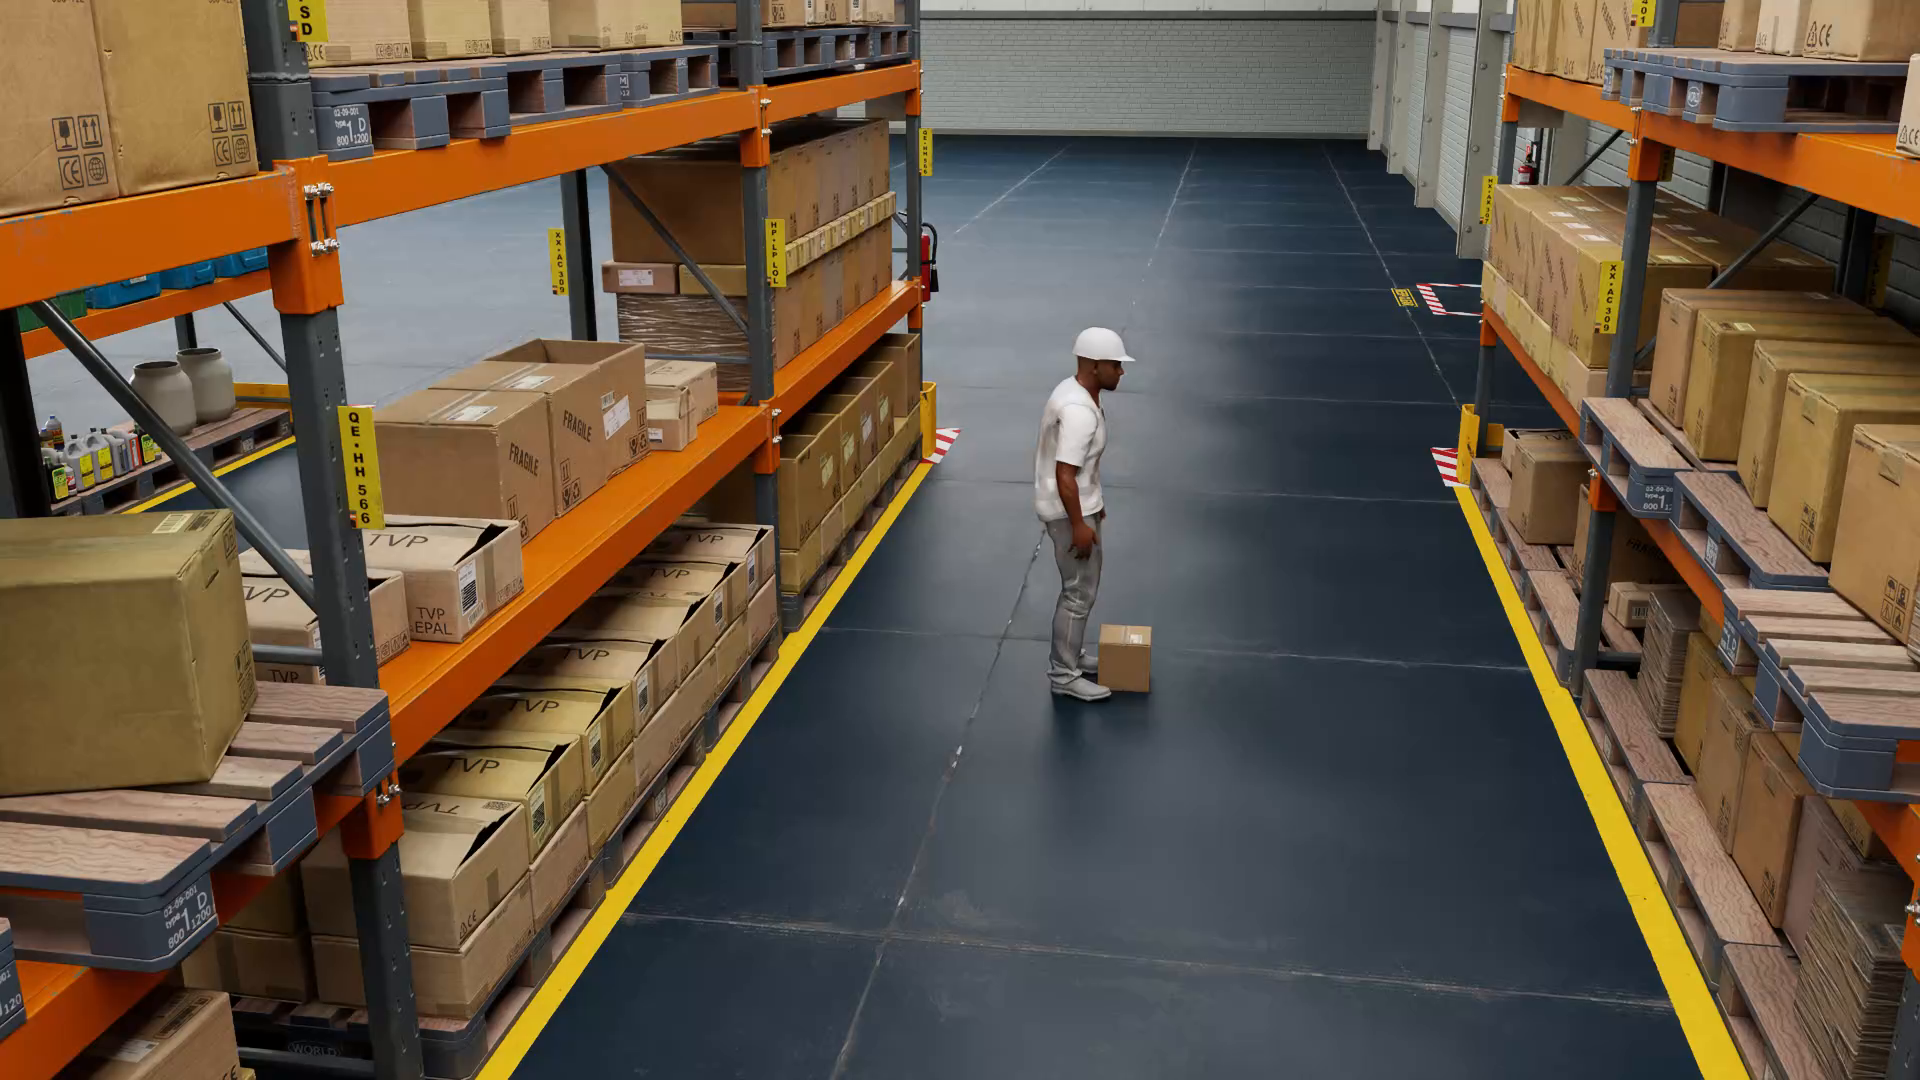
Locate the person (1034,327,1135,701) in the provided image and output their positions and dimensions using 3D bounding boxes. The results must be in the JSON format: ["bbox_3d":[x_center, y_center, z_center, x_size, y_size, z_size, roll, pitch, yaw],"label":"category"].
[{"bbox_3d":[0.583,-0.143,7.968,0.456,1.761,0.628,3,18,9],"label":"person"}]
